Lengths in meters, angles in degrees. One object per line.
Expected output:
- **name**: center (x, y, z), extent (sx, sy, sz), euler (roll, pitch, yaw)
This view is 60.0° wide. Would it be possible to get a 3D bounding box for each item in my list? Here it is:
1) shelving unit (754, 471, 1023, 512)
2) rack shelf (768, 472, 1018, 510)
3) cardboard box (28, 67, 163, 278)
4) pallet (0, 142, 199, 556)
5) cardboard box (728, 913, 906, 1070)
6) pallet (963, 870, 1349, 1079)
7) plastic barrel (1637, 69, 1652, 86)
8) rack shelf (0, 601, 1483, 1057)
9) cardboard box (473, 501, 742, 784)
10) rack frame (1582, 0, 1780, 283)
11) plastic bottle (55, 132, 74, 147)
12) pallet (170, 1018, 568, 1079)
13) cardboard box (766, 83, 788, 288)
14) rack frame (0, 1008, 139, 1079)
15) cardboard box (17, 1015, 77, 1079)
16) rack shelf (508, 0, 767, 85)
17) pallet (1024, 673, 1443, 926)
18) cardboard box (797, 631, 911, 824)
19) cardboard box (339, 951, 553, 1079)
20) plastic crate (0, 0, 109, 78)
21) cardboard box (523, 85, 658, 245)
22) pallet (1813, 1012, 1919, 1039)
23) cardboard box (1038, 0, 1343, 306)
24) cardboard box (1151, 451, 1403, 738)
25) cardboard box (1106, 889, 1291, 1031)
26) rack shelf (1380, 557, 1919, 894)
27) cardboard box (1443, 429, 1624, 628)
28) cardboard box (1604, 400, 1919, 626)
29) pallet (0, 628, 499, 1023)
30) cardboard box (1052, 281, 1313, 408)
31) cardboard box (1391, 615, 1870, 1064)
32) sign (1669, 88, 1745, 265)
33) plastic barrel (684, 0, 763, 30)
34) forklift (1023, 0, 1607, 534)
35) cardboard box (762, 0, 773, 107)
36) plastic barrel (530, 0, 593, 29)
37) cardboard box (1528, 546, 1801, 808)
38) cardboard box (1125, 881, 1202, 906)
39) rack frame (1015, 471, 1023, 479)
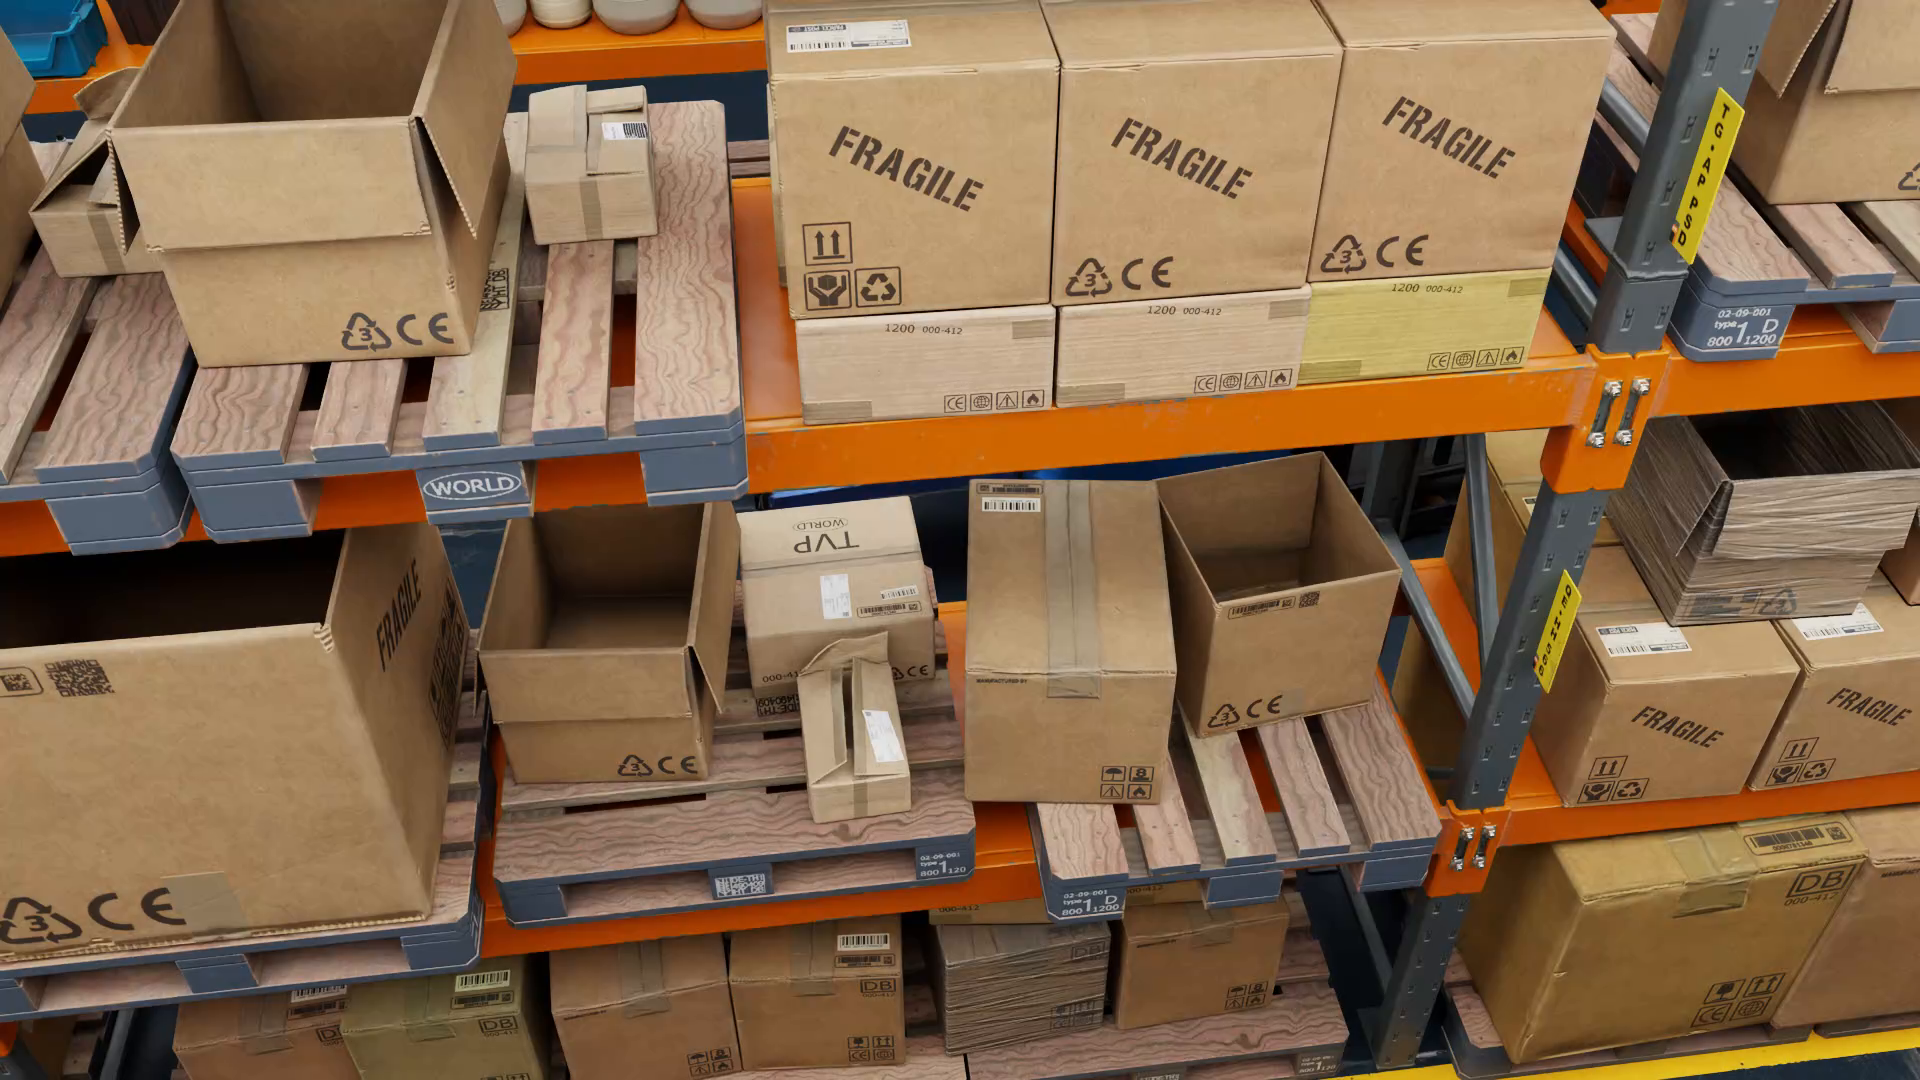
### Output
- **shelving unit**: center (-0.312, -0.471, 6.652), extent (1.048, 1.500, 0.538), euler (-9, 43, -9)
- **rack shelf**: center (-0.312, -0.337, 6.773), extent (1.000, 0.185, 0.538), euler (-9, 43, -9)
- **cardboard box**: center (-1.708, -0.761, 3.401), extent (0.258, 0.266, 0.396), euler (-4, 42, -4)
- **pallet**: center (-2.001, -0.420, 3.376), extent (1.003, 0.211, 1.213), euler (-5, 42, -6)
- **cardboard box**: center (-0.432, 1.207, 5.210), extent (0.500, 0.500, 0.700), euler (-2, 42, -2)
- **pallet**: center (0.564, 1.362, 5.582), extent (1.213, 0.211, 1.003), euler (-5, 42, -6)
- **plastic barrel**: center (4.122, -2.718, 9.276), extent (0.708, 0.901, 0.600), euler (-5, 42, -6)
- **rack shelf**: center (-0.644, 0.701, 4.771), extent (4.000, 0.370, 1.077), euler (-5, 42, -6)
- **cardboard box**: center (-0.920, 0.201, 4.397), extent (0.637, 0.503, 0.797), euler (-1, 42, -1)
- **rack frame**: center (1.339, -1.968, 2.713), extent (0.127, 3.000, 1.000), euler (-5, 42, -6)
- **plastic bottle**: center (-4.732, -2.014, 8.892), extent (0.185, 0.351, 0.144), euler (-5, 42, -6)
- **pallet**: center (-1.855, 1.574, 5.347), extent (1.213, 0.211, 1.003), euler (-5, 42, -6)
- **cardboard box**: center (-0.177, -0.831, 3.804), extent (0.500, 0.250, 0.500), euler (-4, 42, -5)
- **rack frame**: center (-2.627, 0.607, 4.337), extent (0.127, 3.000, 1.000), euler (-5, 42, -6)
- **cardboard box**: center (-3.029, 1.388, 5.025), extent (0.500, 0.500, 0.500), euler (-6, 42, -7)
- **rack shelf**: center (-1.286, -2.589, 8.417), extent (4.000, 0.370, 1.077), euler (-5, 42, -6)
- **pallet**: center (0.646, 0.464, 4.639), extent (1.003, 0.211, 1.213), euler (-5, 42, -6)
- **cardboard box**: center (-0.279, 0.478, 4.267), extent (0.258, 0.266, 0.396), euler (-6, 42, -7)
- **cardboard box**: center (-1.540, 1.304, 5.102), extent (0.500, 0.500, 0.700), euler (-5, 42, -6)
- **plastic crate**: center (-4.331, -2.350, 7.727), extent (0.616, 0.251, 0.499), euler (-5, 42, -6)
- **cardboard box**: center (-0.781, -0.805, 3.524), extent (0.250, 0.166, 0.380), euler (-6, 42, -7)
- **pallet**: center (3.338, 1.173, 5.792), extent (1.213, 0.211, 1.003), euler (-5, 42, -6)
- **cardboard box**: center (0.392, -0.817, 3.229), extent (0.500, 0.500, 0.500), euler (-5, 42, -6)
- **cardboard box**: center (0.809, 0.140, 4.467), extent (0.500, 0.500, 0.500), euler (-10, 43, -11)
- **cardboard box**: center (0.677, 1.096, 5.333), extent (0.500, 0.500, 0.700), euler (-7, 43, -8)
- **rack shelf**: center (3.322, 0.354, 5.156), extent (4.000, 0.370, 1.077), euler (-5, 42, -6)
- **cardboard box**: center (1.796, 0.016, 4.919), extent (0.500, 0.500, 0.500), euler (-4, 42, -4)
- **cardboard box**: center (2.066, -0.202, 4.411), extent (0.637, 0.503, 0.797), euler (-4, 42, -4)
- **pallet**: center (-1.850, 0.709, 4.368), extent (1.213, 0.211, 1.003), euler (-5, 42, -6)
- **cardboard box**: center (0.409, -0.542, 3.484), extent (0.500, 0.250, 0.500), euler (-5, 42, -6)
- **cardboard box**: center (2.026, 0.847, 5.344), extent (0.875, 0.875, 1.225), euler (-7, 42, -8)
- **sign**: center (1.408, -0.685, 3.145), extent (0.005, 0.325, 0.100), euler (-5, 42, -6)
- **plastic barrel**: center (-1.136, -2.771, 7.981), extent (0.433, 0.535, 0.433), euler (0, 42, 0)
- **forklift**: center (1.649, -1.415, 6.630), extent (3.031, 2.935, 1.130), euler (-11, 43, -12)
- **cardboard box**: center (-0.161, -1.117, 3.561), extent (0.500, 0.500, 0.500), euler (-6, 42, -7)
- **plastic barrel**: center (-1.937, -2.644, 8.045), extent (0.301, 0.262, 0.301), euler (0, 42, 0)
- **cardboard box**: center (1.856, 0.361, 4.535), extent (0.500, 0.500, 0.500), euler (-4, 42, -4)
- **cardboard box**: center (0.679, 0.825, 5.074), extent (0.500, 0.250, 0.500), euler (-3, 42, -4)
- **rack frame**: center (0.184, -0.546, 6.736), extent (0.032, 1.500, 0.500), euler (-9, 43, -9)
